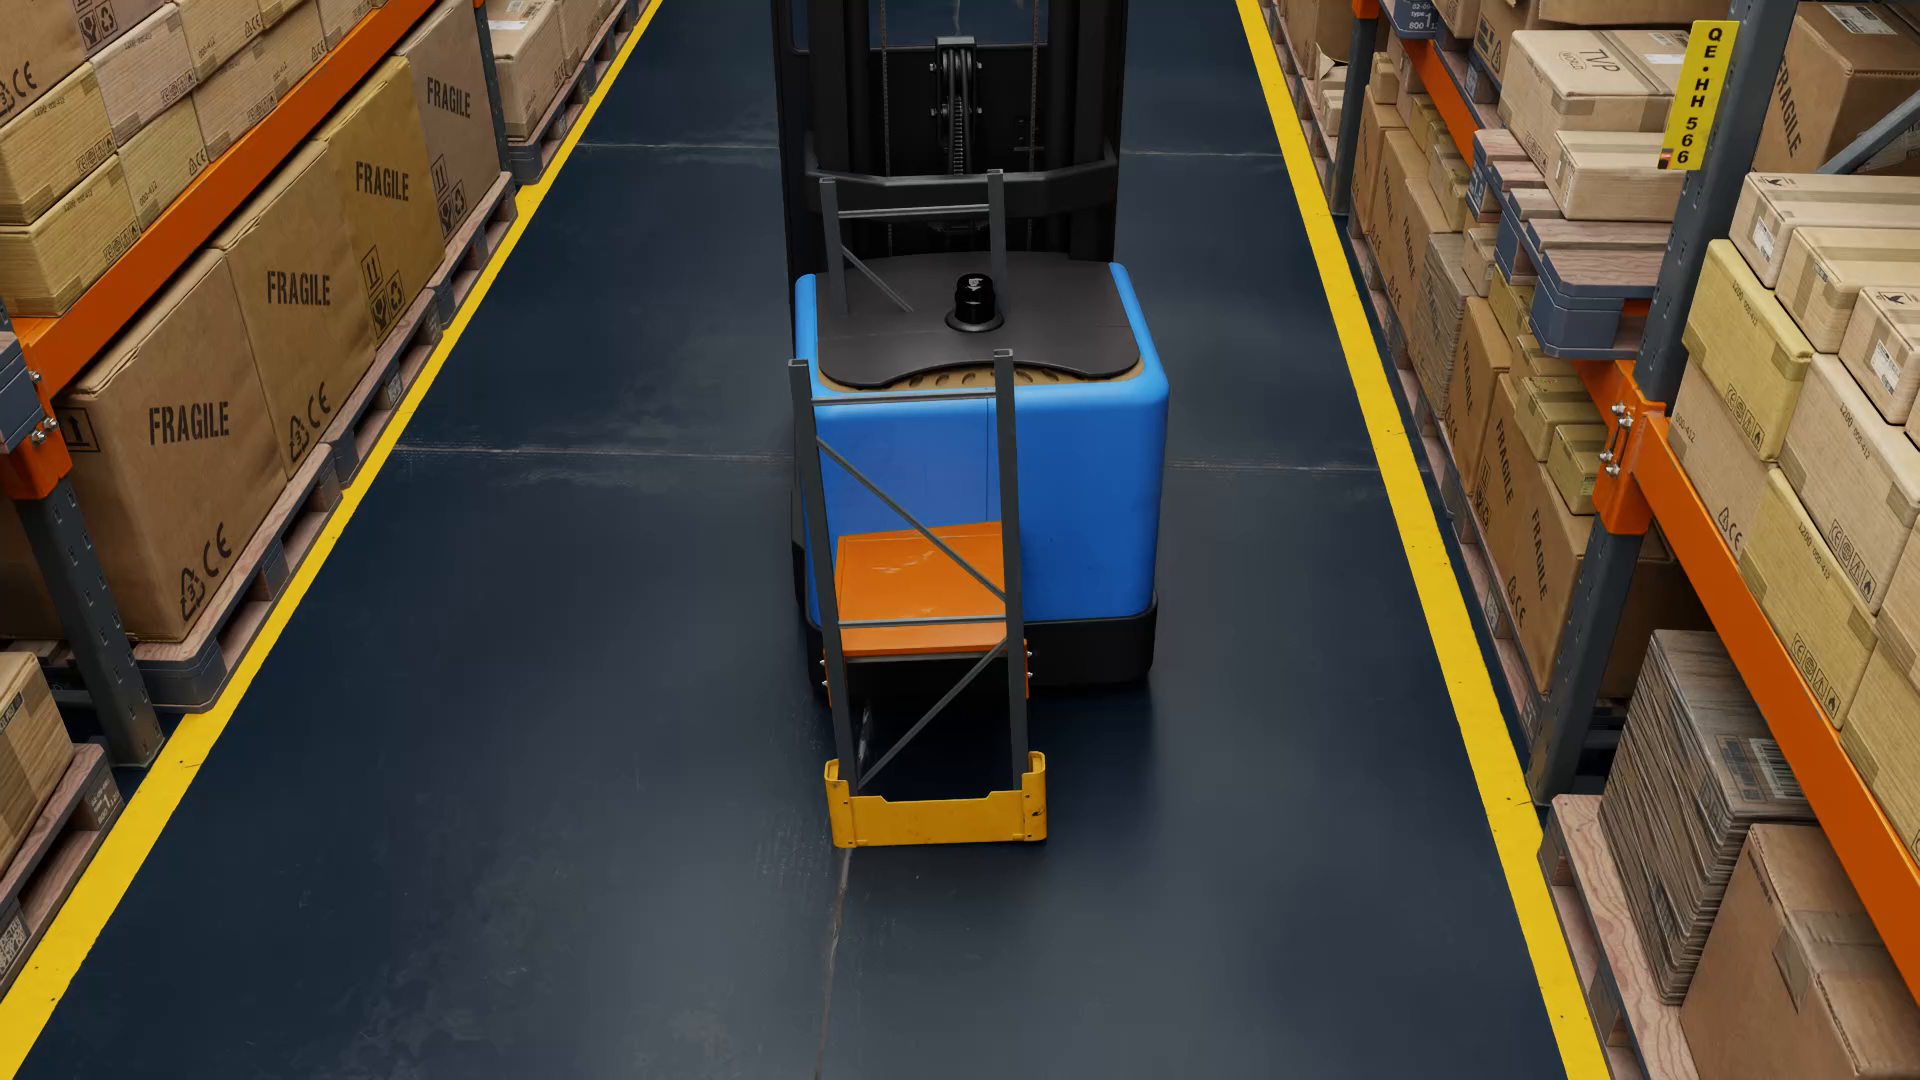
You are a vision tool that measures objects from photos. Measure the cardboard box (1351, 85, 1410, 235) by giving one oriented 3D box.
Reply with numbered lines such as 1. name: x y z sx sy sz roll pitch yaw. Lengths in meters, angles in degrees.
1. cardboard box: 2.034 -1.670 7.327 0.500 0.500 0.500 3 35 4

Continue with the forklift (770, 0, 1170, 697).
1. forklift: -0.054 -1.559 5.420 1.130 2.935 3.031 -3 35 -4

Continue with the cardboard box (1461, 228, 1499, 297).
1. cardboard box: 1.966 -0.961 5.753 0.380 0.149 0.250 0 35 0

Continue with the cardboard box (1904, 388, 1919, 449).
1. cardboard box: 1.819 -0.174 2.737 0.380 0.149 0.250 2 35 2

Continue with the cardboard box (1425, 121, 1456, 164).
1. cardboard box: 2.068 -1.542 6.580 0.380 0.149 0.250 1 35 1

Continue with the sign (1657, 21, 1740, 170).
1. sign: 1.575 -0.944 3.547 0.100 0.325 0.005 1 35 2

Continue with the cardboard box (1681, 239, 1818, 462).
1. cardboard box: 1.831 -0.390 3.392 0.500 0.250 0.500 1 35 2

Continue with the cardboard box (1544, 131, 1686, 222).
1. cardboard box: 1.761 -0.951 4.348 0.380 0.149 0.250 2 35 3

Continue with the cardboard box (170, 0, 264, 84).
1. cardboard box: -2.521 -1.620 5.142 0.500 0.250 0.500 1 35 2

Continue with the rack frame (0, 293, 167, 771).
1. rack frame: -2.842 -0.608 4.007 1.000 3.000 0.127 1 35 2

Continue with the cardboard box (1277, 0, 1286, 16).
1. cardboard box: 2.247 -3.402 9.790 0.700 0.500 0.500 3 35 4

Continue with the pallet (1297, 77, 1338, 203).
1. pallet: 2.307 -2.048 8.480 1.003 0.211 1.213 1 35 2

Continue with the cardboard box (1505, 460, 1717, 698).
1. cardboard box: 1.920 0.107 4.797 0.500 0.500 0.500 2 35 3

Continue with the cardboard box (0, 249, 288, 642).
1. cardboard box: -2.731 -0.306 5.059 0.875 0.875 0.875 1 35 1

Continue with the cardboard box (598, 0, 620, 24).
1. cardboard box: -2.476 -3.421 9.871 0.875 0.438 0.875 2 35 3

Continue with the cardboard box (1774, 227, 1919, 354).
1. cardboard box: 1.801 -0.472 3.162 0.380 0.149 0.250 2 35 3

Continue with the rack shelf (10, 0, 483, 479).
1. rack shelf: -2.762 -1.463 5.849 1.077 0.370 4.000 1 35 2

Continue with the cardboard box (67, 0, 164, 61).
1. cardboard box: -2.567 -1.621 4.492 0.500 0.500 0.500 1 35 2

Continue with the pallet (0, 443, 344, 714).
1. pallet: -2.735 0.081 5.451 1.003 0.211 1.213 1 35 2

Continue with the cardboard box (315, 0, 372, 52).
1. cardboard box: -2.508 -1.999 6.117 0.500 0.250 0.500 0 35 1

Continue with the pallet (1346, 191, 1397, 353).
1. pallet: 2.284 -1.185 7.252 1.003 0.211 1.213 1 35 2

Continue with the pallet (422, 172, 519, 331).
1. pallet: -2.637 -1.320 7.445 1.003 0.211 1.213 1 35 2

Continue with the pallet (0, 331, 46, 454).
1. pallet: -2.764 -0.118 3.476 1.213 0.211 1.003 1 35 2

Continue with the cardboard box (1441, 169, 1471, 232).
1. cardboard box: 2.009 -1.257 6.174 0.380 0.149 0.250 3 35 4

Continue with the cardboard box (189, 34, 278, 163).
1. cardboard box: -2.541 -1.419 5.291 0.500 0.250 0.500 2 35 3

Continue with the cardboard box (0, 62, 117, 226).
1. cardboard box: -2.575 -1.037 4.312 0.500 0.250 0.500 1 35 2

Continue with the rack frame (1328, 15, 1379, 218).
1. rack frame: 2.279 -2.794 7.117 1.000 3.000 0.127 1 35 2

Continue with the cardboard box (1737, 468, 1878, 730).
1. cardboard box: 1.831 0.104 3.124 0.500 0.250 0.500 1 35 1

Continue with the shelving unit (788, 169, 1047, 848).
1. shelving unit: -0.094 -0.092 4.553 0.587 1.500 1.083 -2 35 2

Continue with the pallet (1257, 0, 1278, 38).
1. pallet: 2.405 -3.449 10.475 1.003 0.211 1.213 1 35 2

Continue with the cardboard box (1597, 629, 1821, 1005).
1. cardboard box: 2.079 0.662 3.899 0.875 0.625 0.625 2 35 3

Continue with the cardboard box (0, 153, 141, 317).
1. cardboard box: -2.571 -0.822 4.442 0.500 0.250 0.500 1 35 1

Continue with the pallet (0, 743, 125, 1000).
1. pallet: -2.875 0.982 4.170 1.003 0.211 1.213 1 35 2

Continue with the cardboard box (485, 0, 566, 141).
1. cardboard box: -2.549 -2.388 8.402 0.875 0.438 0.875 1 35 1

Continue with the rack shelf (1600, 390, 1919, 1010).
1. rack shelf: 2.038 0.948 2.419 1.077 0.370 4.000 1 35 2

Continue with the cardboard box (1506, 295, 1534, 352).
1. cardboard box: 1.975 -0.658 5.323 0.380 0.149 0.250 2 35 3

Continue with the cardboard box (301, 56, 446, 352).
1. cardboard box: -2.655 -1.332 6.519 0.875 0.875 0.875 2 35 3

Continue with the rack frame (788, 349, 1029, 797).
1. rack frame: -0.093 0.206 4.130 0.500 1.500 0.032 -2 35 2

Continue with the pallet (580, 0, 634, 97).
1. pallet: -2.526 -2.903 9.698 1.003 0.211 1.213 1 35 2

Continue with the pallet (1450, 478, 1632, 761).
1. pallet: 2.186 0.217 5.258 1.003 0.211 1.213 1 35 2

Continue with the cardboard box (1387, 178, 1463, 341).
1. cardboard box: 1.998 -1.078 6.483 0.500 0.500 0.500 0 35 0

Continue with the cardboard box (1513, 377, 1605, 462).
1. cardboard box: 1.865 -0.357 4.894 0.380 0.149 0.250 0 35 -1

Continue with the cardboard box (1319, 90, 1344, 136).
1. cardboard box: 2.008 -2.126 8.281 0.380 0.149 0.250 0 35 0

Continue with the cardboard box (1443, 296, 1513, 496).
1. cardboard box: 1.969 -0.481 5.634 0.500 0.500 0.500 3 35 4

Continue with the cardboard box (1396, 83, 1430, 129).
1. cardboard box: 2.064 -1.848 7.015 0.380 0.149 0.250 0 35 1

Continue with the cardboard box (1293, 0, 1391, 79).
1. cardboard box: 2.205 -2.805 8.942 0.700 0.500 0.500 0 35 0

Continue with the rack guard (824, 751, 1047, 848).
1. rack guard: -0.061 0.705 4.506 0.587 0.250 0.087 -2 35 2

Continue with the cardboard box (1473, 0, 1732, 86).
1. cardboard box: 1.999 -1.652 5.037 0.797 0.503 0.637 1 35 1

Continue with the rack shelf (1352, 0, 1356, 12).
1. rack shelf: 2.359 -3.649 8.959 1.077 0.370 4.000 1 35 2

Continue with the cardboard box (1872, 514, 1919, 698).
1. cardboard box: 1.796 0.198 2.555 0.500 0.250 0.500 0 35 1

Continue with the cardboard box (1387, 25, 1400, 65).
1. cardboard box: 2.059 -2.129 7.156 0.380 0.149 0.250 1 35 1
